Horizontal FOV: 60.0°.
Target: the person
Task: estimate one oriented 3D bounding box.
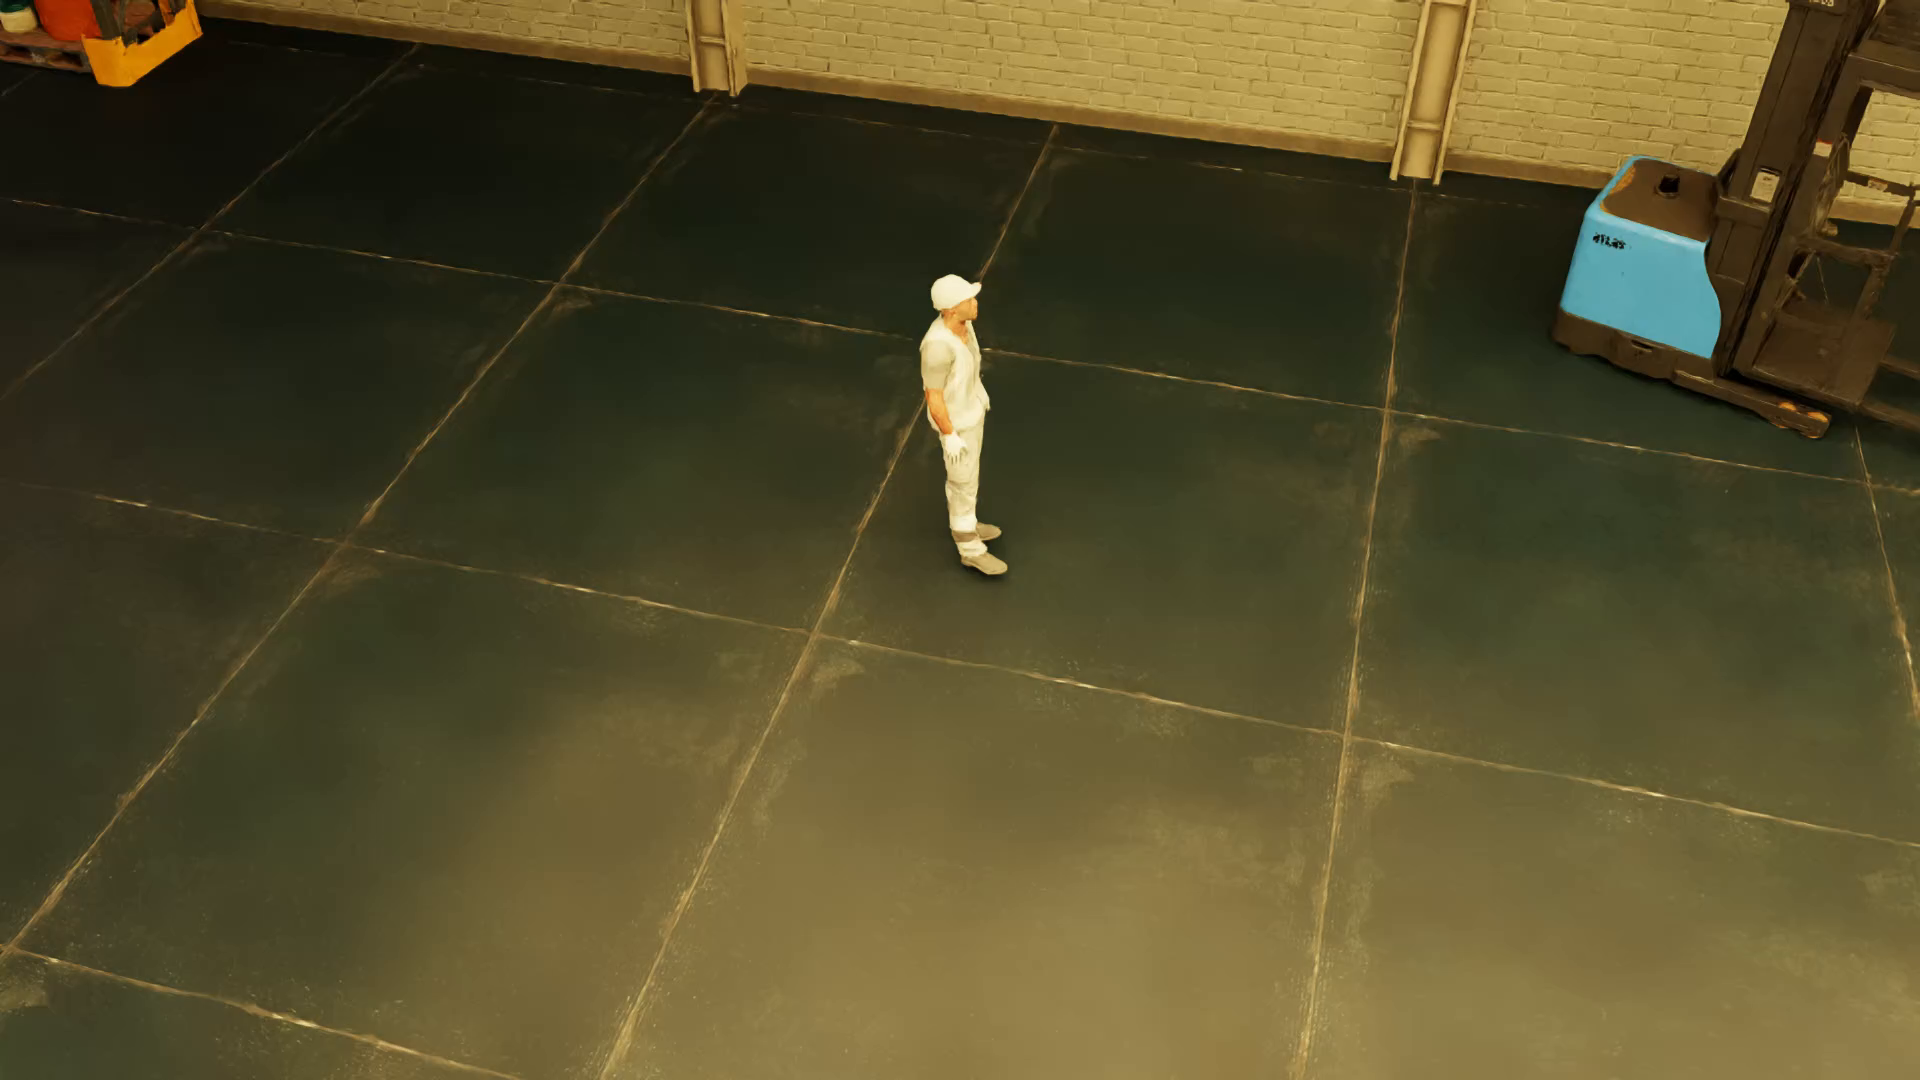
[{"bbox_3d":[0.075,-0.687,9.441,0.563,1.787,0.637,10,42,11],"label":"person"}]

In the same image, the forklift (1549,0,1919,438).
[{"bbox_3d":[5.615,-2.167,10.334,3.031,2.935,1.130,25,47,26],"label":"forklift"}]
